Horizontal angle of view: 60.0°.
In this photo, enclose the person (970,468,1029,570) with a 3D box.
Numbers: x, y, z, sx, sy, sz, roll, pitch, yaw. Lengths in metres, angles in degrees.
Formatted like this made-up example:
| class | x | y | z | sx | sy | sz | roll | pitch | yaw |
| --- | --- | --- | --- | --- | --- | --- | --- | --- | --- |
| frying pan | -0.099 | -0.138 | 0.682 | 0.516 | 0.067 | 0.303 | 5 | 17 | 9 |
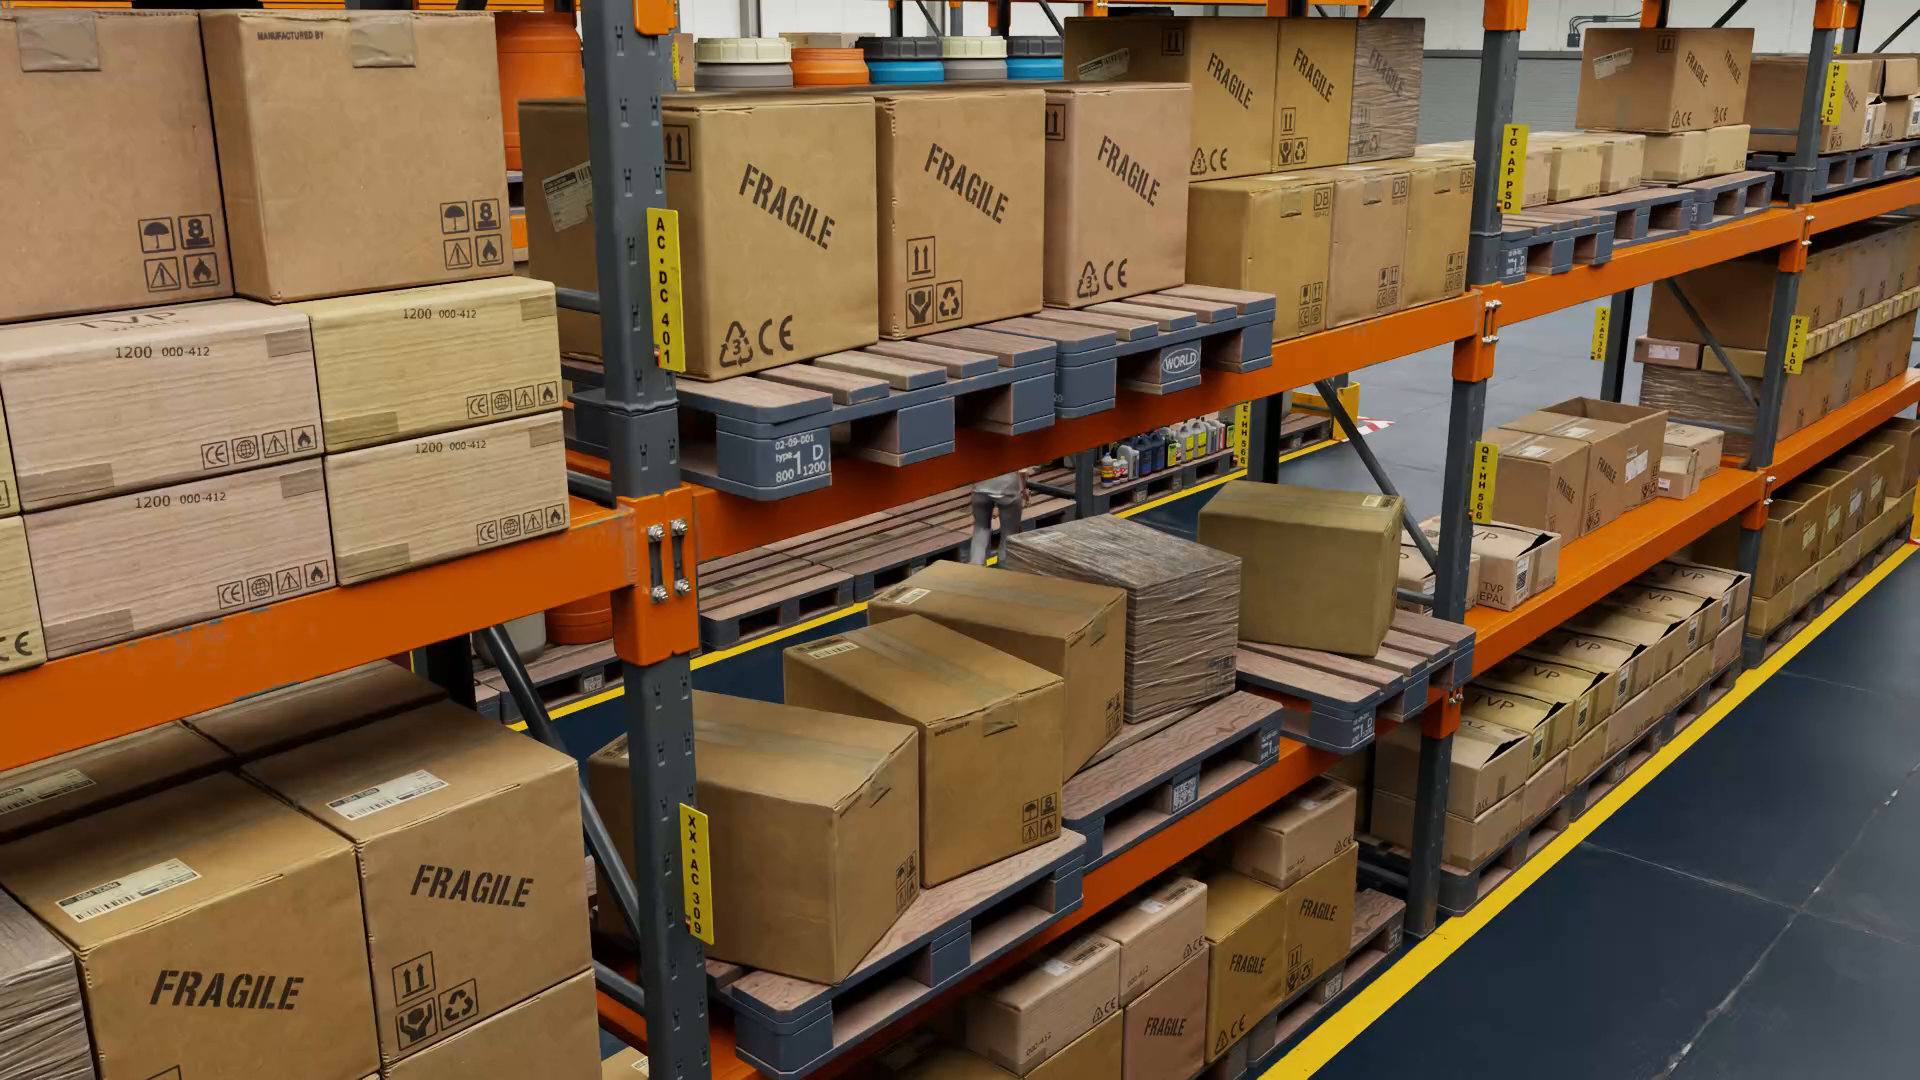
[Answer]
| class | x | y | z | sx | sy | sz | roll | pitch | yaw |
| --- | --- | --- | --- | --- | --- | --- | --- | --- | --- |
| person | 0.261 | -0.305 | 11.098 | 0.428 | 1.537 | 0.544 | 8 | 19 | 24 |
